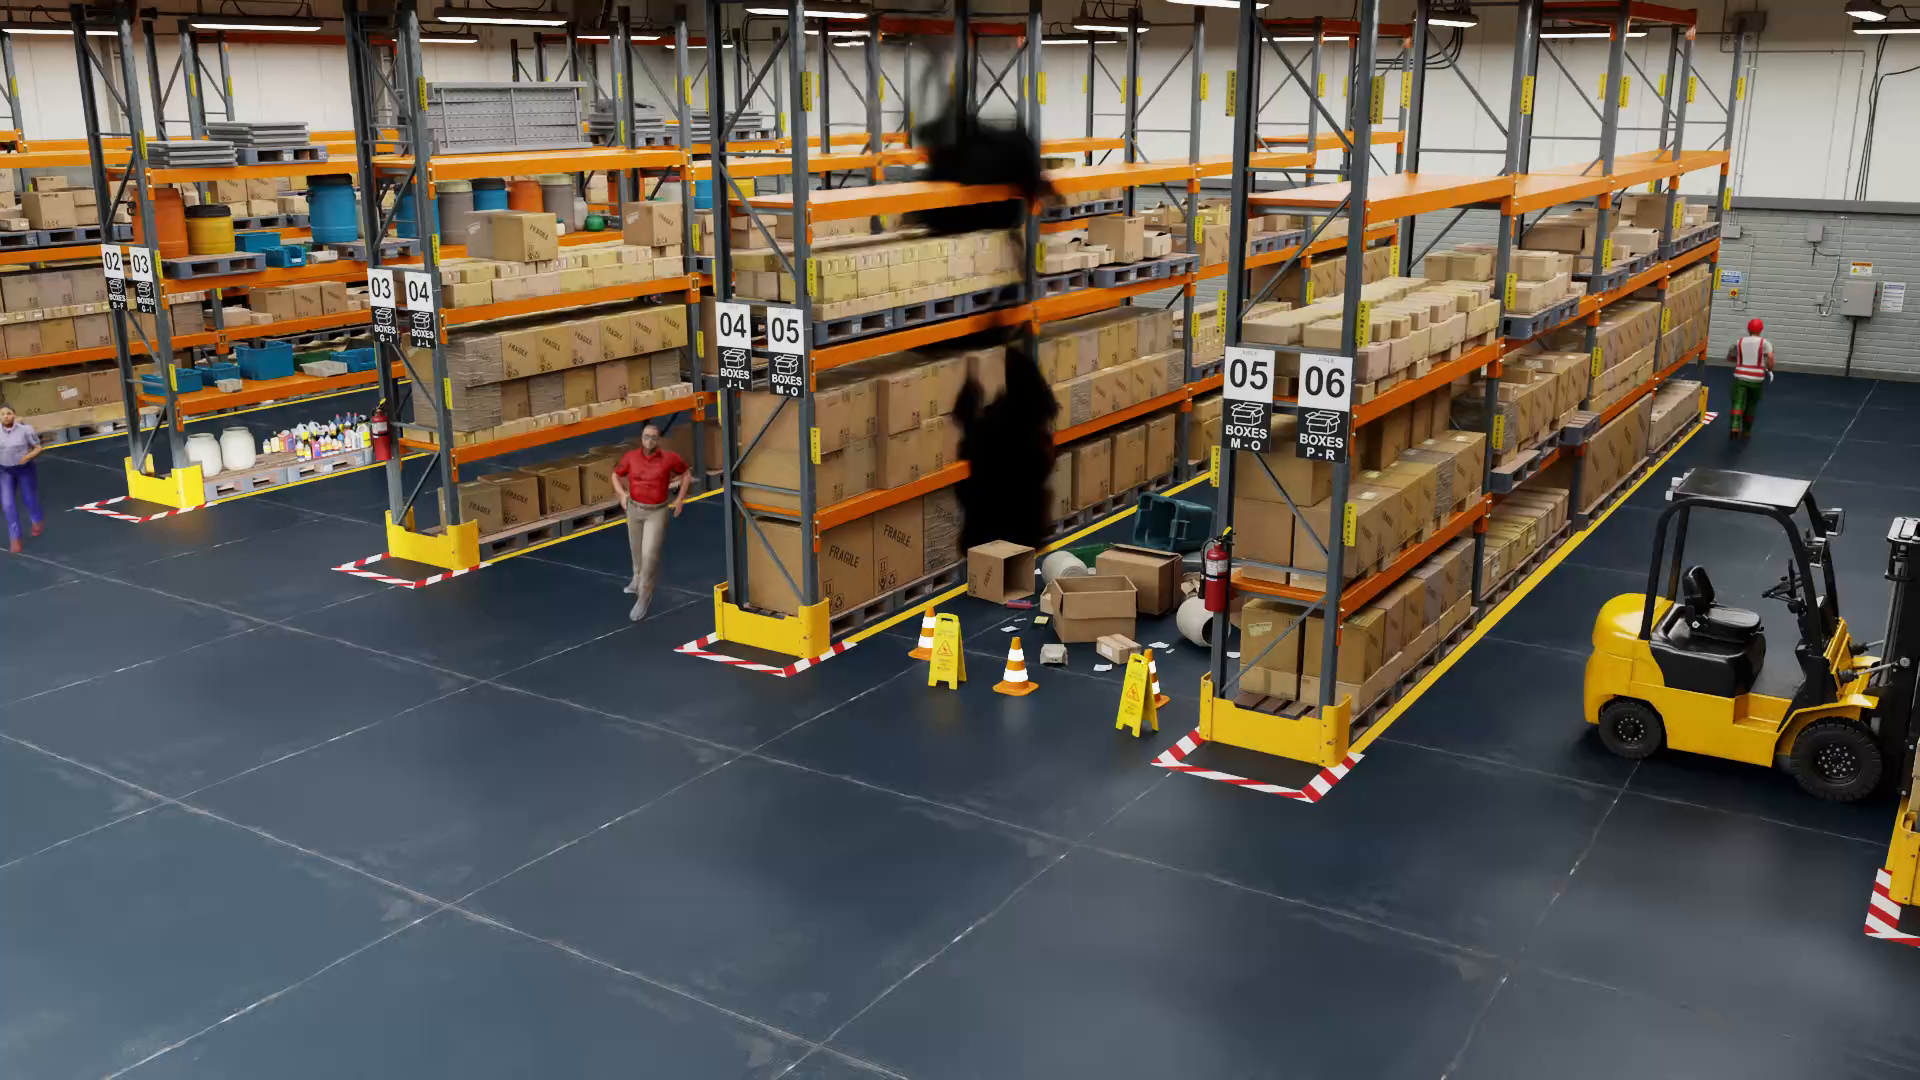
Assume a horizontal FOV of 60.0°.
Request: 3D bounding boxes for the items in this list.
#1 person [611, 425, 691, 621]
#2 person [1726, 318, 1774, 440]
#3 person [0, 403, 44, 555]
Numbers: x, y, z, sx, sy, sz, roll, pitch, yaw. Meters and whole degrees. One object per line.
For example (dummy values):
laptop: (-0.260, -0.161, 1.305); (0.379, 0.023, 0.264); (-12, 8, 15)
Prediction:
person: (-2.948, -0.194, 15.837); (0.715, 1.841, 0.677); (2, 16, 8)
person: (11.414, -2.319, 24.085); (0.663, 1.777, 1.005); (9, 18, 29)
person: (-10.677, -0.746, 18.866); (0.559, 1.670, 0.871); (-6, 17, -22)
